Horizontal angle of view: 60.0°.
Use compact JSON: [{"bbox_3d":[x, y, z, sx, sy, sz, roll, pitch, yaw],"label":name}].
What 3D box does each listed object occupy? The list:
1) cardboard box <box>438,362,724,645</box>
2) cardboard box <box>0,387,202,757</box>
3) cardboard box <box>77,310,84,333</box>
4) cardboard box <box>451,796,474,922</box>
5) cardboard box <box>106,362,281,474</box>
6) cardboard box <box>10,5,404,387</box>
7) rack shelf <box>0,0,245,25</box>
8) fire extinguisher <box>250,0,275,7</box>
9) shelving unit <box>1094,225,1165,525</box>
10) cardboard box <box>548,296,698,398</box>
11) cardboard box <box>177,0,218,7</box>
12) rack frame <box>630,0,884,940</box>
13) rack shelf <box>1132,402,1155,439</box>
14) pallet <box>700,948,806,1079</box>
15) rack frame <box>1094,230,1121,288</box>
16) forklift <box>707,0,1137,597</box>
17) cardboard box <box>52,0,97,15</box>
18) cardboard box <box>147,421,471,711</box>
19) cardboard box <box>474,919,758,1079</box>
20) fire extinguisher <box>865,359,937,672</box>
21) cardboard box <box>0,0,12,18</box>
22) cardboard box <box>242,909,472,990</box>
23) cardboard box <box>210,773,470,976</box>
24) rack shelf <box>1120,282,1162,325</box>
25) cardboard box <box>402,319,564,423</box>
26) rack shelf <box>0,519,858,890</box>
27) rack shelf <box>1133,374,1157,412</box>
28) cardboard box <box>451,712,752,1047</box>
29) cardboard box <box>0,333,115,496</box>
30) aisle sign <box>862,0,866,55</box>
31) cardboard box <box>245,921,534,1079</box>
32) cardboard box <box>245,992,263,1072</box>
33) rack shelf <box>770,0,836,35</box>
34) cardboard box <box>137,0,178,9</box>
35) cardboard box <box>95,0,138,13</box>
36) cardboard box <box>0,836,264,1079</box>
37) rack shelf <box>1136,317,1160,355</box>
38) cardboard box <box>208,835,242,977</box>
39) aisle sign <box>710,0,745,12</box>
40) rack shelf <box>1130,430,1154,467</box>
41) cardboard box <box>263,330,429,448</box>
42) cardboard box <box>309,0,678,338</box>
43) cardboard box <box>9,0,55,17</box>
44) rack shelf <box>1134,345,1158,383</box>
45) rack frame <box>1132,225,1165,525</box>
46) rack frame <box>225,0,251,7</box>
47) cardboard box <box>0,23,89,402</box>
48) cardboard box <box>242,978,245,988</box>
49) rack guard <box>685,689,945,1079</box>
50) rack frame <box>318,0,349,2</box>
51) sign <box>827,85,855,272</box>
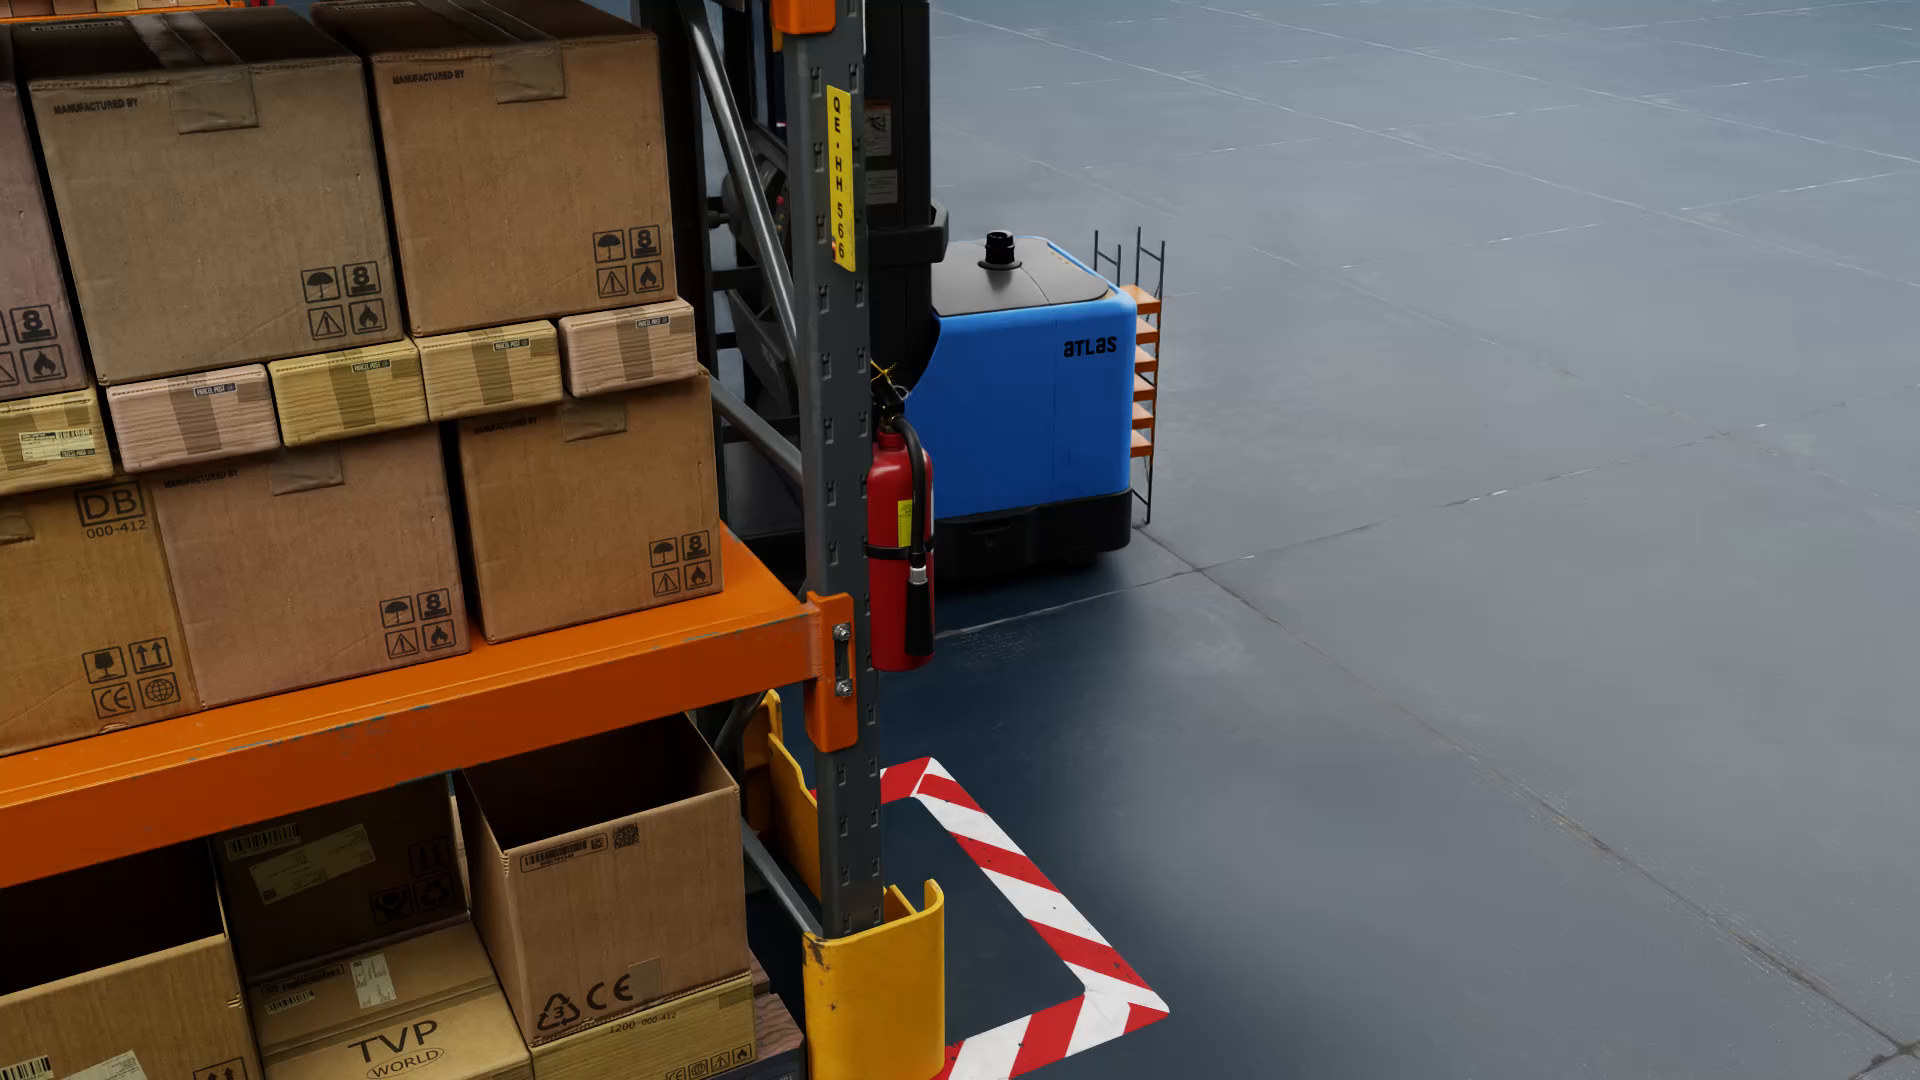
[{"bbox_3d":[-0.880,-0.197,3.579,0.500,0.500,0.700,-13,29,-25],"label":"cardboard box"},{"bbox_3d":[-1.782,0.011,3.147,0.500,0.500,0.700,-13,28,-25],"label":"cardboard box"},{"bbox_3d":[-1.820,-0.371,3.192,0.250,0.149,0.380,-14,29,-27],"label":"cardboard box"},{"bbox_3d":[-1.040,0.832,4.243,0.500,0.250,0.500,-13,29,-25],"label":"cardboard box"},{"bbox_3d":[-1.389,-0.273,2.987,0.250,0.149,0.380,-13,28,-24],"label":"cardboard box"},{"bbox_3d":[-1.388,-0.662,3.049,0.500,0.500,0.700,-14,29,-26],"label":"cardboard box"},{"bbox_3d":[-6.885,-3.295,10.978,4.000,0.370,1.077,-13,29,-25],"label":"rack shelf"},{"bbox_3d":[-4.803,-3.839,11.369,0.183,0.674,0.296,-13,29,-25],"label":"fire extinguisher"},{"bbox_3d":[0.656,-0.638,6.693,0.189,1.200,0.258,-9,27,-17],"label":"shelving unit"},{"bbox_3d":[-0.710,-0.429,3.313,0.250,0.149,0.380,-14,29,-26],"label":"cardboard box"},{"bbox_3d":[-5.275,-3.776,11.440,0.250,0.149,0.380,-13,29,-25],"label":"cardboard box"},{"bbox_3d":[-0.462,-0.242,3.789,0.127,3.000,1.000,-13,29,-25],"label":"rack frame"},{"bbox_3d":[0.656,-0.490,6.765,0.180,0.103,0.258,-9,27,-17],"label":"rack shelf"},{"bbox_3d":[-1.117,1.187,4.035,1.213,0.211,1.003,-13,29,-25],"label":"pallet"},{"bbox_3d":[0.570,-0.625,6.666,0.006,1.200,0.240,-9,27,-17],"label":"rack frame"},{"bbox_3d":[-0.900,-1.229,5.922,3.031,2.935,1.130,-9,27,-17],"label":"forklift"},{"bbox_3d":[-5.920,-3.610,11.093,0.250,0.149,0.380,-13,29,-25],"label":"cardboard box"},{"bbox_3d":[-1.341,-0.088,3.353,0.500,0.500,0.700,-12,28,-24],"label":"cardboard box"},{"bbox_3d":[-0.796,1.030,3.831,0.500,0.250,0.500,-13,29,-25],"label":"cardboard box"},{"bbox_3d":[-0.139,-0.054,3.486,0.183,0.674,0.296,-13,29,-25],"label":"fire extinguisher"},{"bbox_3d":[-6.370,-3.515,10.896,0.250,0.149,0.380,-13,29,-25],"label":"cardboard box"},{"bbox_3d":[-1.480,0.936,4.028,0.500,0.250,0.500,-13,29,-25],"label":"cardboard box"},{"bbox_3d":[-1.480,0.597,3.867,0.500,0.500,0.500,-13,29,-25],"label":"cardboard box"},{"bbox_3d":[0.656,-0.923,6.557,0.180,0.103,0.258,-9,27,-17],"label":"rack shelf"},{"bbox_3d":[-0.940,-0.375,3.201,0.250,0.149,0.380,-12,28,-24],"label":"cardboard box"},{"bbox_3d":[-2.227,0.489,3.096,4.000,0.370,1.077,-13,29,-25],"label":"rack shelf"},{"bbox_3d":[0.656,-0.598,6.713,0.180,0.103,0.258,-9,27,-17],"label":"rack shelf"},{"bbox_3d":[-0.795,0.693,3.667,0.500,0.500,0.500,-13,29,-25],"label":"cardboard box"},{"bbox_3d":[-1.620,-0.219,2.876,0.250,0.149,0.380,-12,28,-24],"label":"cardboard box"},{"bbox_3d":[-0.266,-1.315,3.020,0.004,0.787,0.394,-13,29,-25],"label":"aisle sign"},{"bbox_3d":[-1.232,1.136,3.609,0.500,0.250,0.500,-13,29,-25],"label":"cardboard box"},{"bbox_3d":[-1.672,1.239,3.395,0.500,0.250,0.500,-13,29,-25],"label":"cardboard box"},{"bbox_3d":[-2.227,-0.863,2.447,4.000,0.370,1.077,-13,29,-25],"label":"rack shelf"},{"bbox_3d":[-5.496,-3.725,11.334,0.250,0.149,0.380,-13,29,-25],"label":"cardboard box"},{"bbox_3d":[-5.692,-3.655,11.187,0.250,0.149,0.380,-13,29,-25],"label":"cardboard box"},{"bbox_3d":[-1.671,0.902,3.231,0.500,0.500,0.500,-13,29,-25],"label":"cardboard box"},{"bbox_3d":[0.656,-0.815,6.609,0.180,0.103,0.258,-9,27,-17],"label":"rack shelf"},{"bbox_3d":[-1.916,0.704,3.644,0.500,0.500,0.500,-13,29,-25],"label":"cardboard box"},{"bbox_3d":[-0.548,-1.544,3.498,0.004,0.787,0.394,-13,29,-25],"label":"aisle sign"},{"bbox_3d":[0.656,-0.382,6.816,0.180,0.103,0.258,-9,27,-17],"label":"rack shelf"},{"bbox_3d":[-1.166,-0.323,3.092,0.250,0.149,0.380,-13,29,-26],"label":"cardboard box"},{"bbox_3d":[-0.927,-0.771,3.276,0.500,0.500,0.700,-13,29,-25],"label":"cardboard box"},{"bbox_3d":[-6.160,-3.575,11.020,0.250,0.149,0.380,-13,29,-25],"label":"cardboard box"},{"bbox_3d":[0.656,-0.707,6.661,0.180,0.103,0.258,-9,27,-17],"label":"rack shelf"},{"bbox_3d":[0.743,-0.651,6.721,0.006,1.200,0.240,-9,27,-17],"label":"rack frame"},{"bbox_3d":[-5.121,-4.026,11.670,0.127,3.000,1.000,-13,29,-25],"label":"rack frame"},{"bbox_3d":[-1.833,-0.559,2.834,0.500,0.500,0.700,-13,28,-25],"label":"cardboard box"},{"bbox_3d":[-1.921,1.037,3.816,0.500,0.250,0.500,-13,29,-25],"label":"cardboard box"},{"bbox_3d":[-0.441,0.880,4.340,0.348,0.500,1.175,-13,29,-25],"label":"rack guard"},{"bbox_3d":[-2.790,-2.135,7.730,0.127,3.000,1.000,-13,29,-25],"label":"rack frame"},{"bbox_3d":[-0.219,-0.661,3.049,0.005,0.325,0.100,-13,29,-25],"label":"sign"}]
